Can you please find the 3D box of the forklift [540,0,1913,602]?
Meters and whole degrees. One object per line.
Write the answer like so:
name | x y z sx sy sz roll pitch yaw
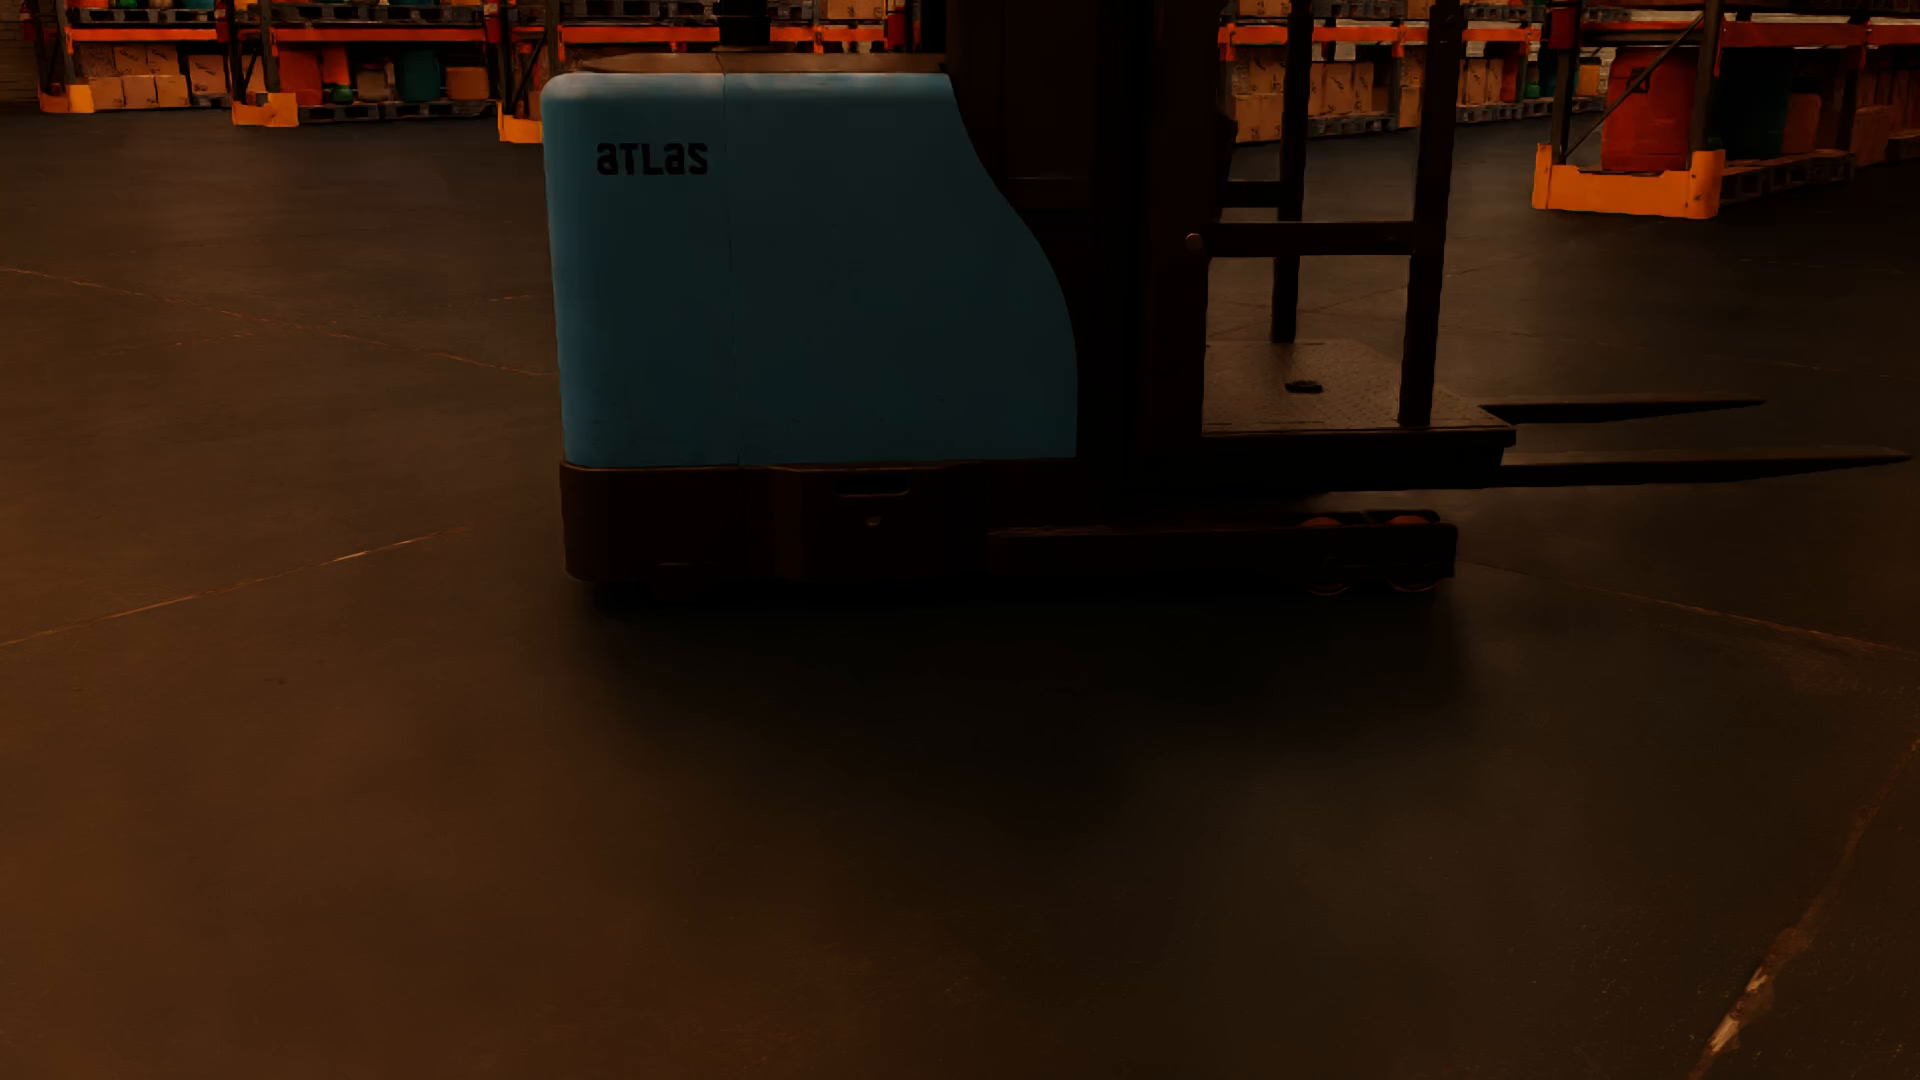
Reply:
forklift | 0.644 -1.435 3.622 3.031 2.935 1.130 -2 17 -5
